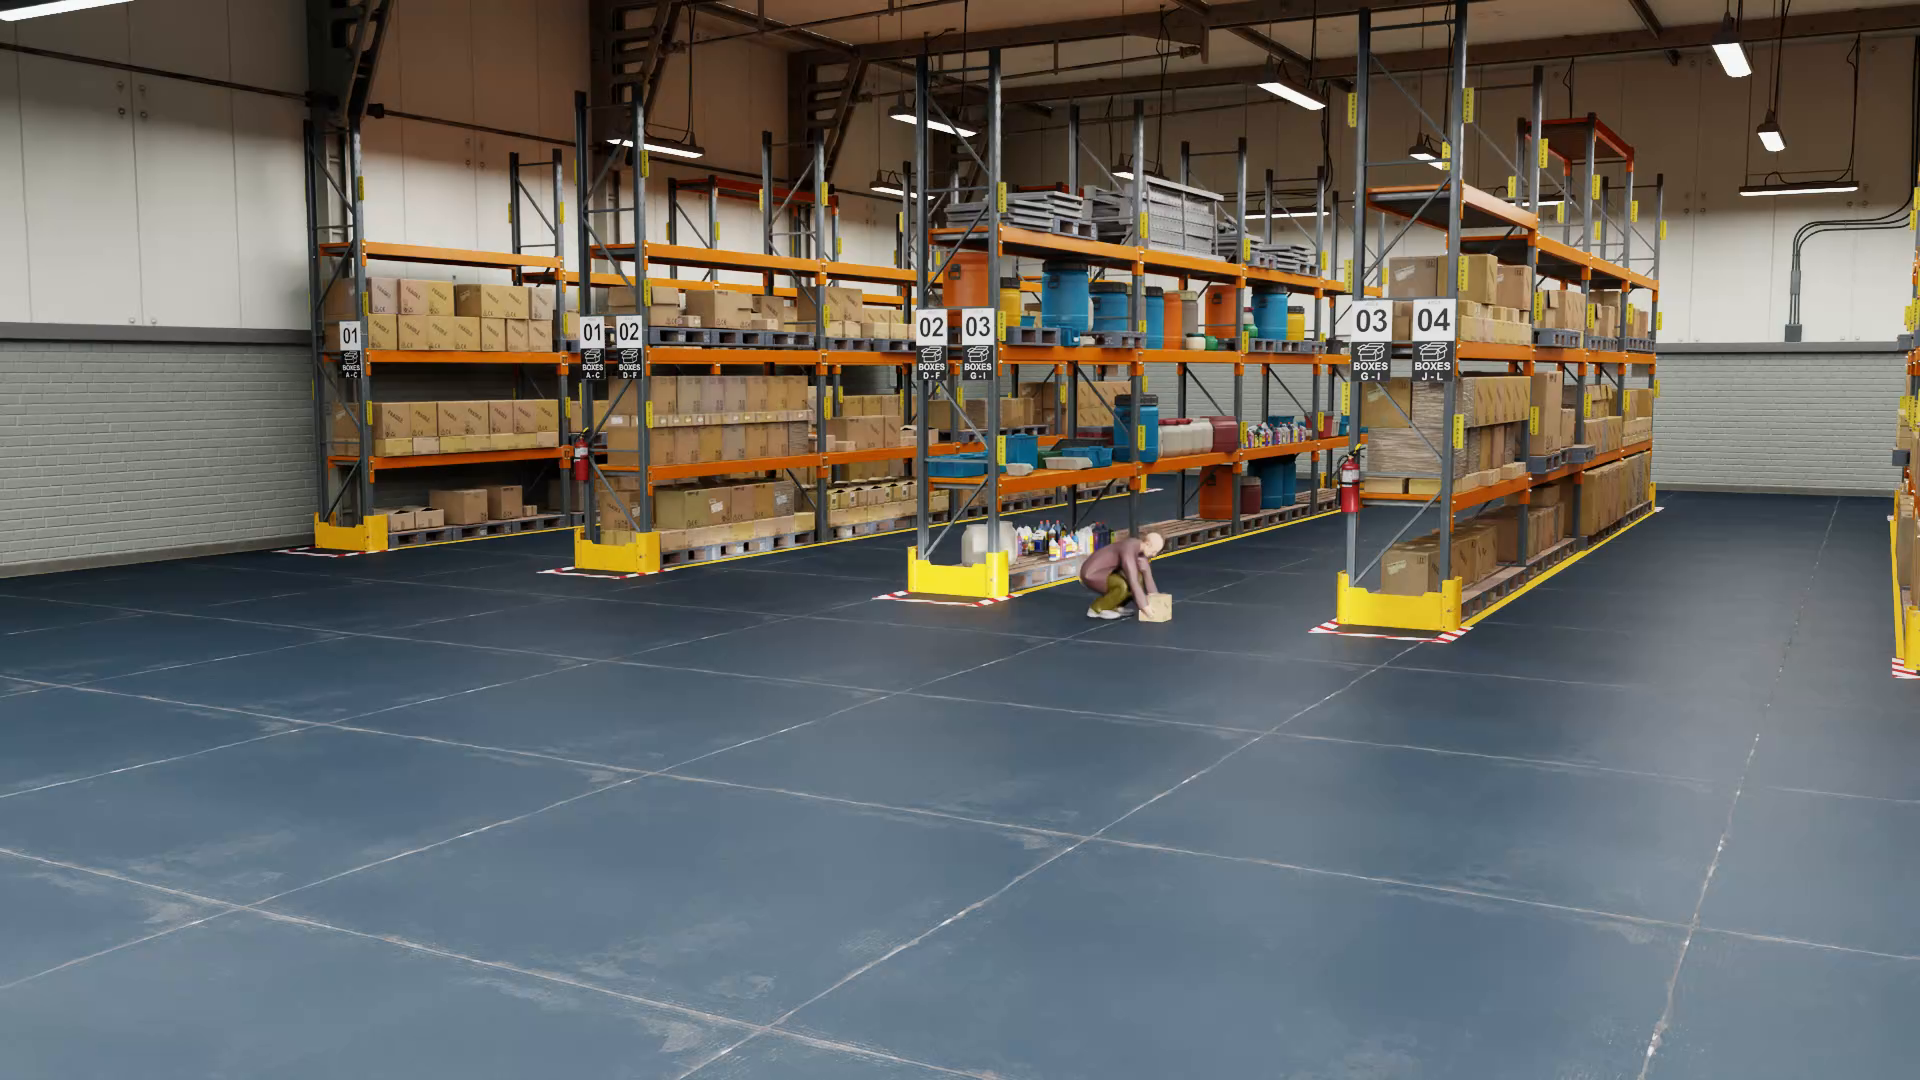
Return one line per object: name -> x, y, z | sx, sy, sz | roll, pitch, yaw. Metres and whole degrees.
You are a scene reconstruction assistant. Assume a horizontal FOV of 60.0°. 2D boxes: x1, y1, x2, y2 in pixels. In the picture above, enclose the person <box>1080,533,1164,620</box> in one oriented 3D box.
person -> 1.665, 0.355, 17.008 | 0.899, 0.886, 0.600 | 3, 7, 29
